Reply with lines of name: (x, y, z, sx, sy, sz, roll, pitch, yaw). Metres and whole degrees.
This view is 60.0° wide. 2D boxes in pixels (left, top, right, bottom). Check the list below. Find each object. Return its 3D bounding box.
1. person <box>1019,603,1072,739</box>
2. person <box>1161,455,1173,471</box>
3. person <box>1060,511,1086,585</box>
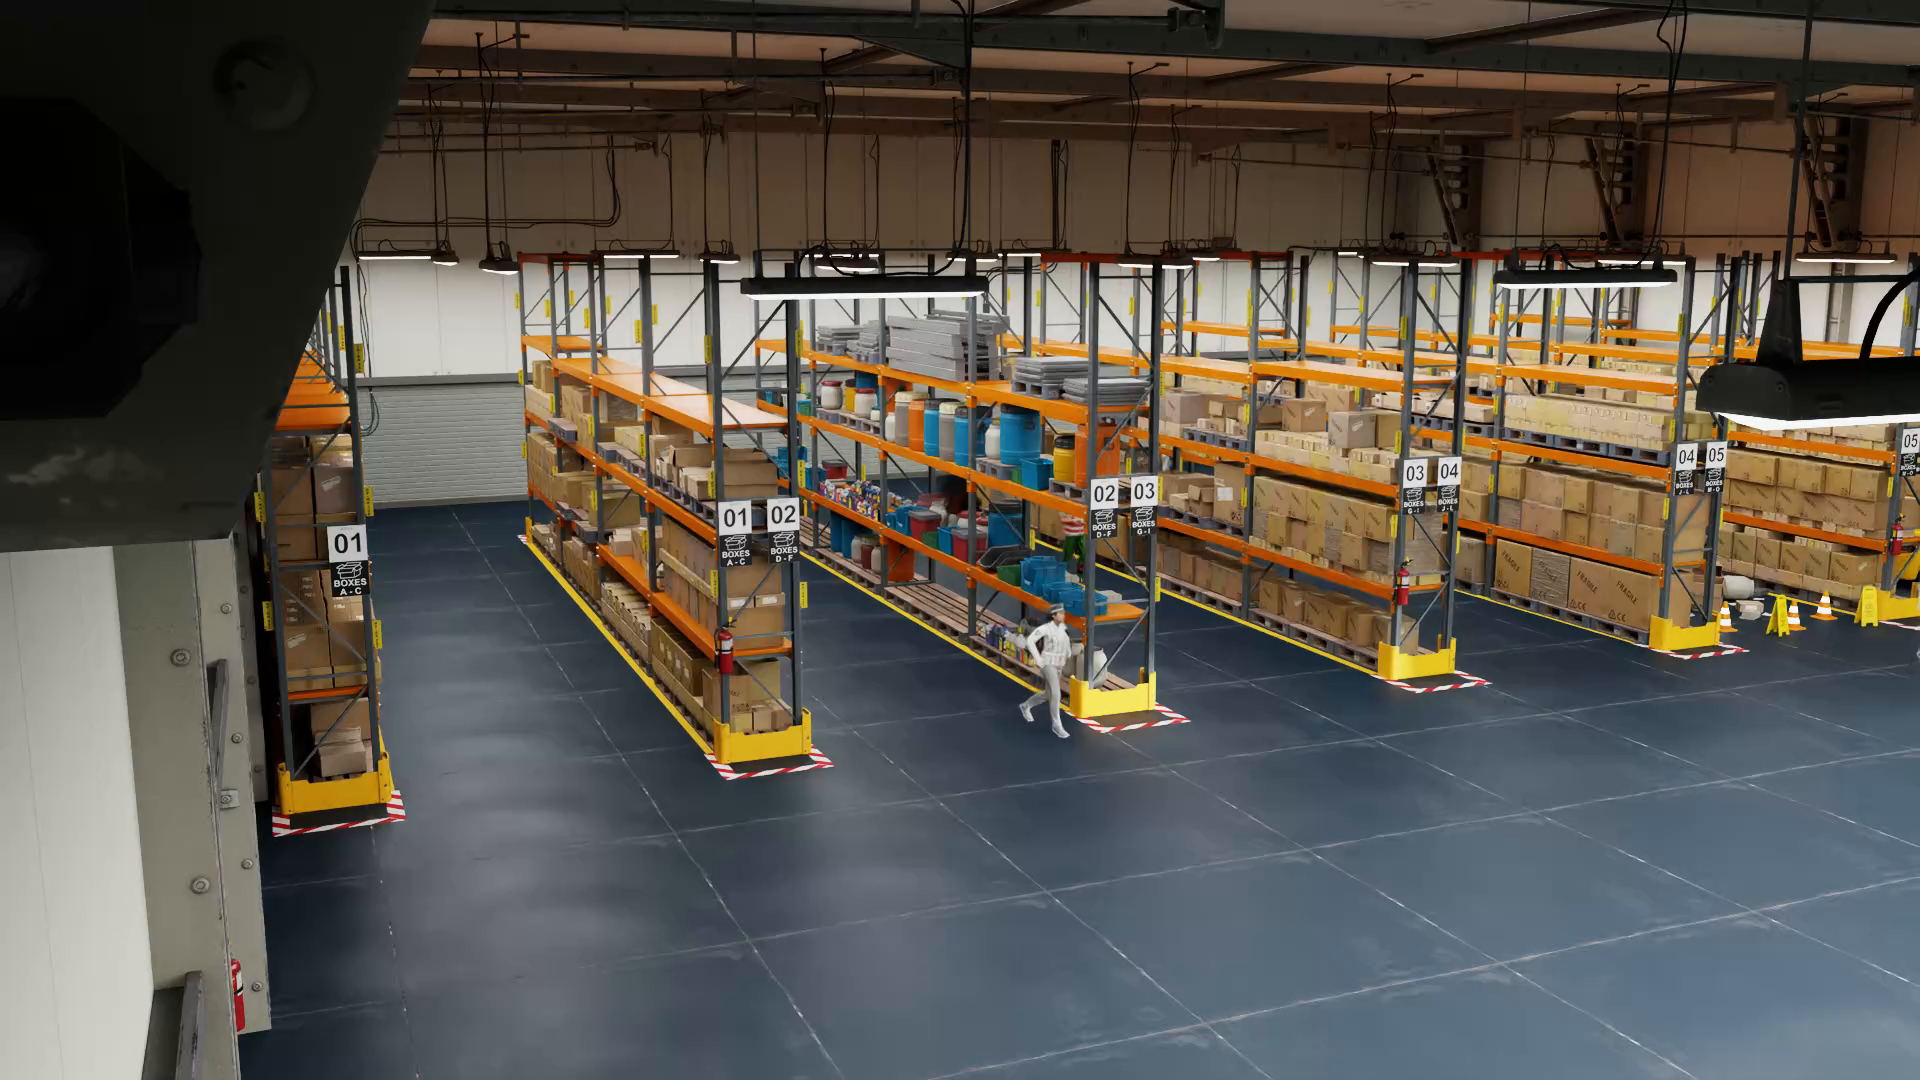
person: (1.183, 1.633, 21.506, 0.898, 1.686, 0.656, 9, 14, 40)
person: (5.203, -2.106, 41.725, 0.569, 1.719, 0.674, -7, 12, -32)
person: (2.019, -0.036, 28.774, 0.634, 1.886, 0.694, -6, 12, -31)
